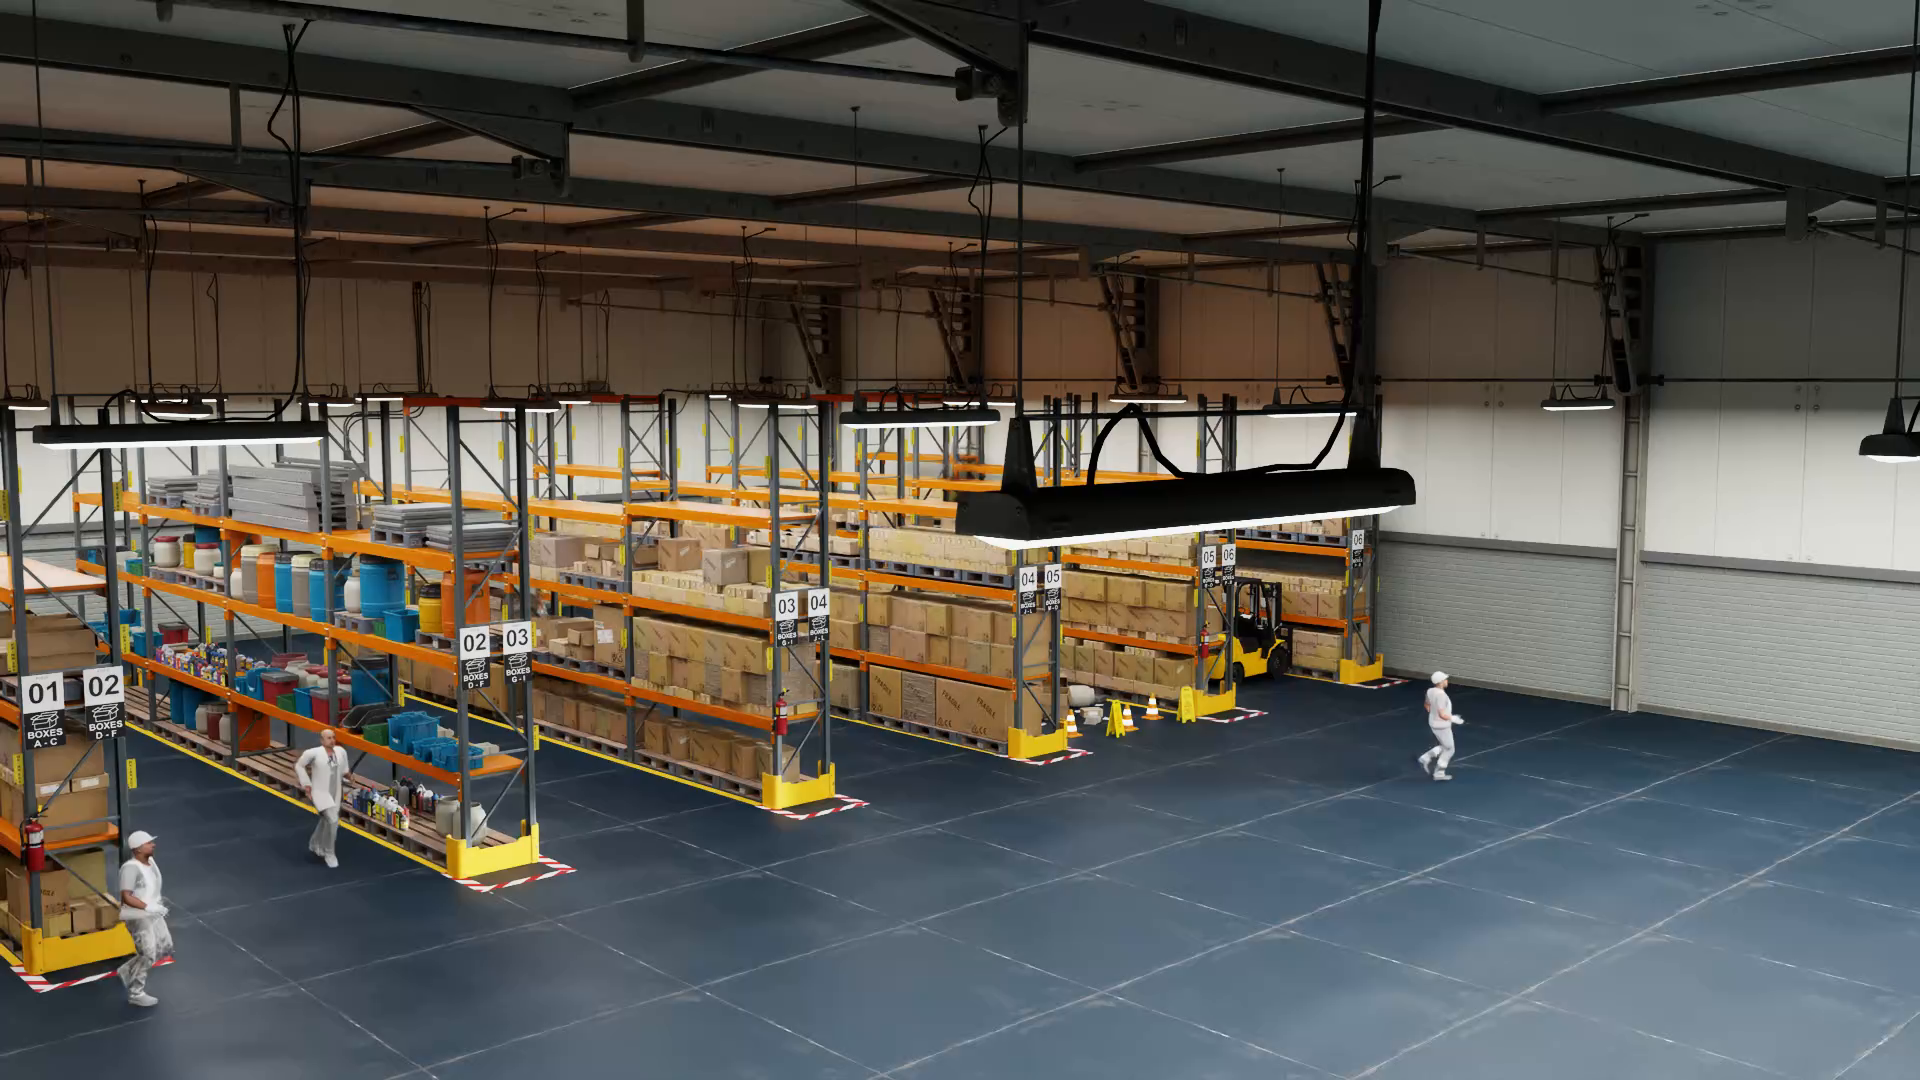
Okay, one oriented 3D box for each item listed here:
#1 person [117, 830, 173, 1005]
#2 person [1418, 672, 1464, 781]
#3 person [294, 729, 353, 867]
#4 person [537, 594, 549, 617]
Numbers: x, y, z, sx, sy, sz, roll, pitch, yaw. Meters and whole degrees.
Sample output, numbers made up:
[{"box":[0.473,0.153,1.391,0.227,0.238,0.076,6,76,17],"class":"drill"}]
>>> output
[{"box":[-8.332,3.836,16.993,0.598,1.748,0.728,0,6,-4],"class":"person"},{"box":[7.567,2.932,26.207,0.615,1.738,0.652,0,6,-2],"class":"person"},{"box":[-8.294,3.362,21.781,0.909,1.814,0.613,3,6,31],"class":"person"},{"box":[-9.340,2.034,36.848,0.566,1.511,0.744,-5,7,-42],"class":"person"}]
